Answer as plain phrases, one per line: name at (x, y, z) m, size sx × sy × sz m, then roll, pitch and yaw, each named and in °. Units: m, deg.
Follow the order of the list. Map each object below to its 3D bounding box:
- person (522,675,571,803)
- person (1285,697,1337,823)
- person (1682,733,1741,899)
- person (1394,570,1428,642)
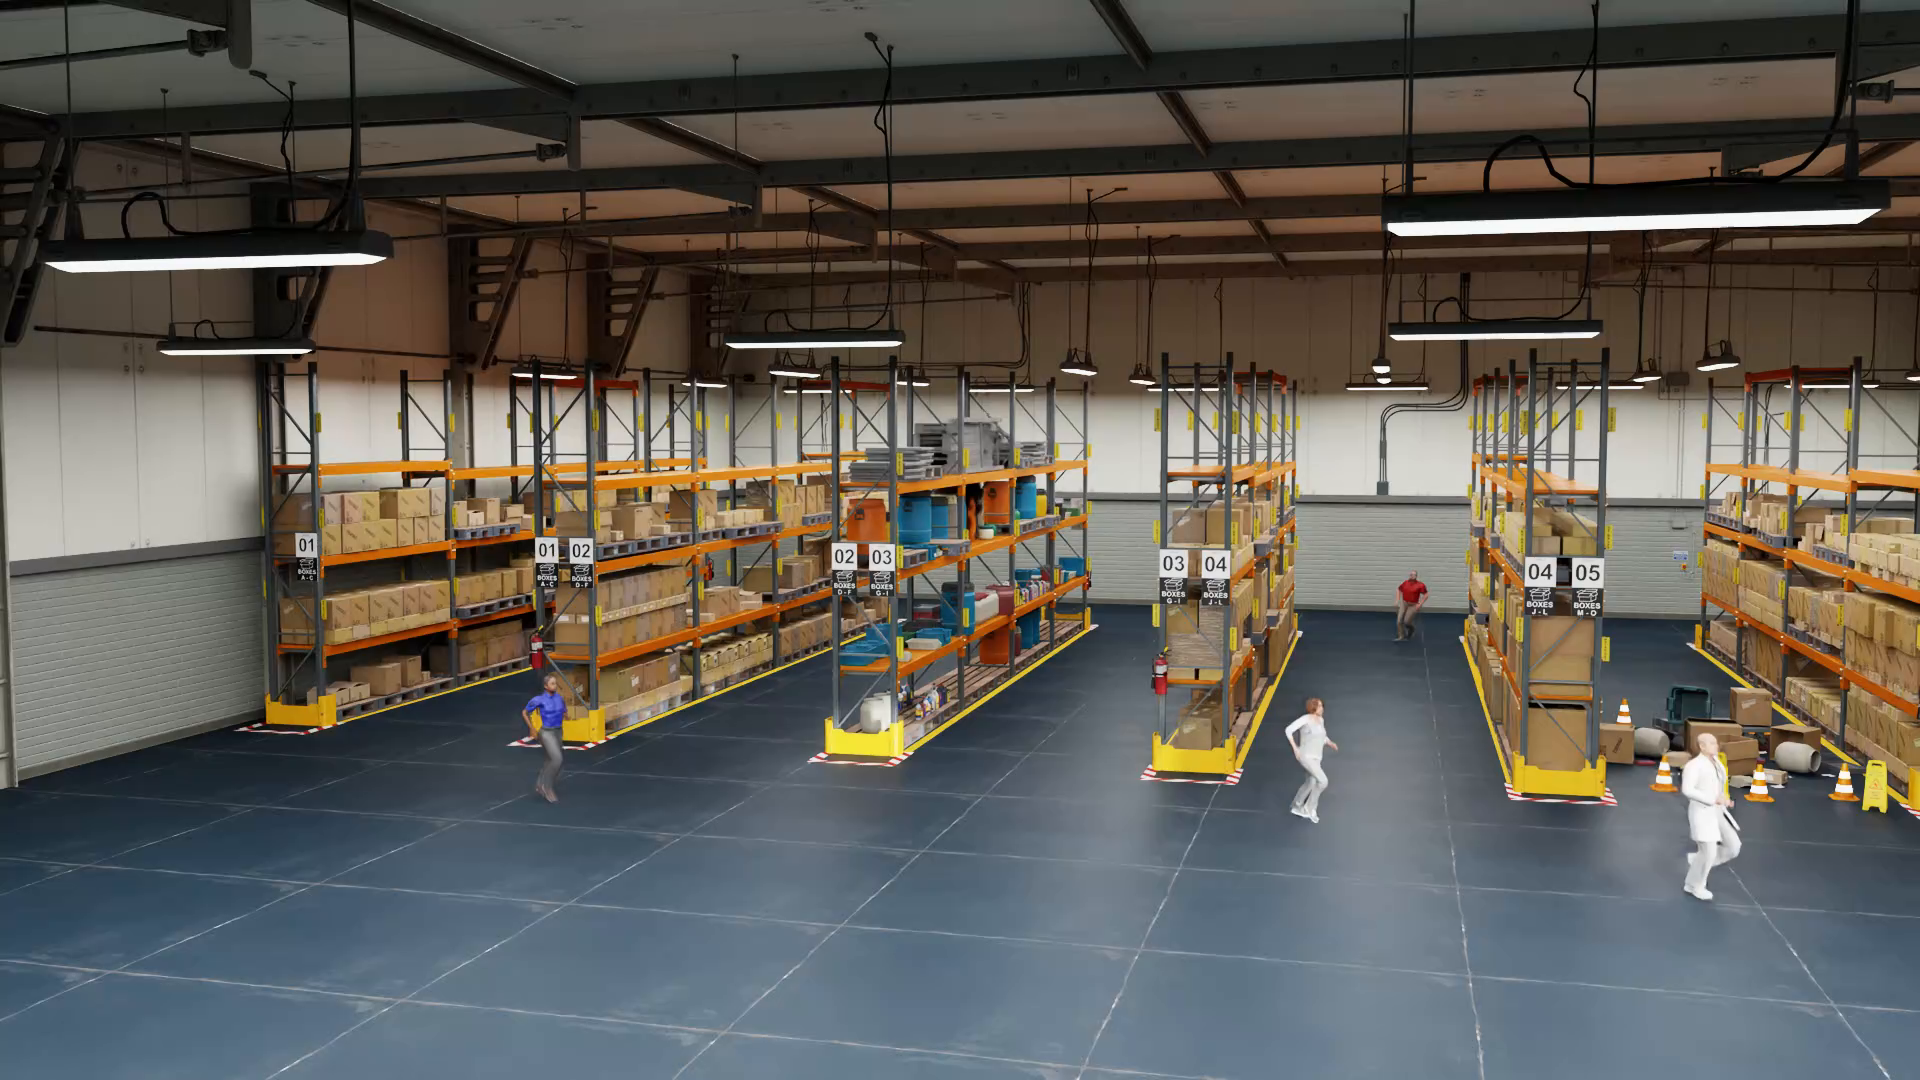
person at (-5.409, 2.635, 22.021) m, size 0.702 × 1.690 × 0.542 m, roll 2°, pitch 5°, yaw 31°
person at (4.397, 2.752, 20.868) m, size 0.564 × 1.560 × 0.671 m, roll -4°, pitch 6°, yaw -44°
person at (7.889, 2.901, 17.468) m, size 0.765 × 1.749 × 0.615 m, roll -3°, pitch 5°, yaw -34°
person at (10.248, 1.512, 37.848) m, size 0.711 × 1.654 × 0.536 m, roll 3°, pitch 5°, yaw 41°
